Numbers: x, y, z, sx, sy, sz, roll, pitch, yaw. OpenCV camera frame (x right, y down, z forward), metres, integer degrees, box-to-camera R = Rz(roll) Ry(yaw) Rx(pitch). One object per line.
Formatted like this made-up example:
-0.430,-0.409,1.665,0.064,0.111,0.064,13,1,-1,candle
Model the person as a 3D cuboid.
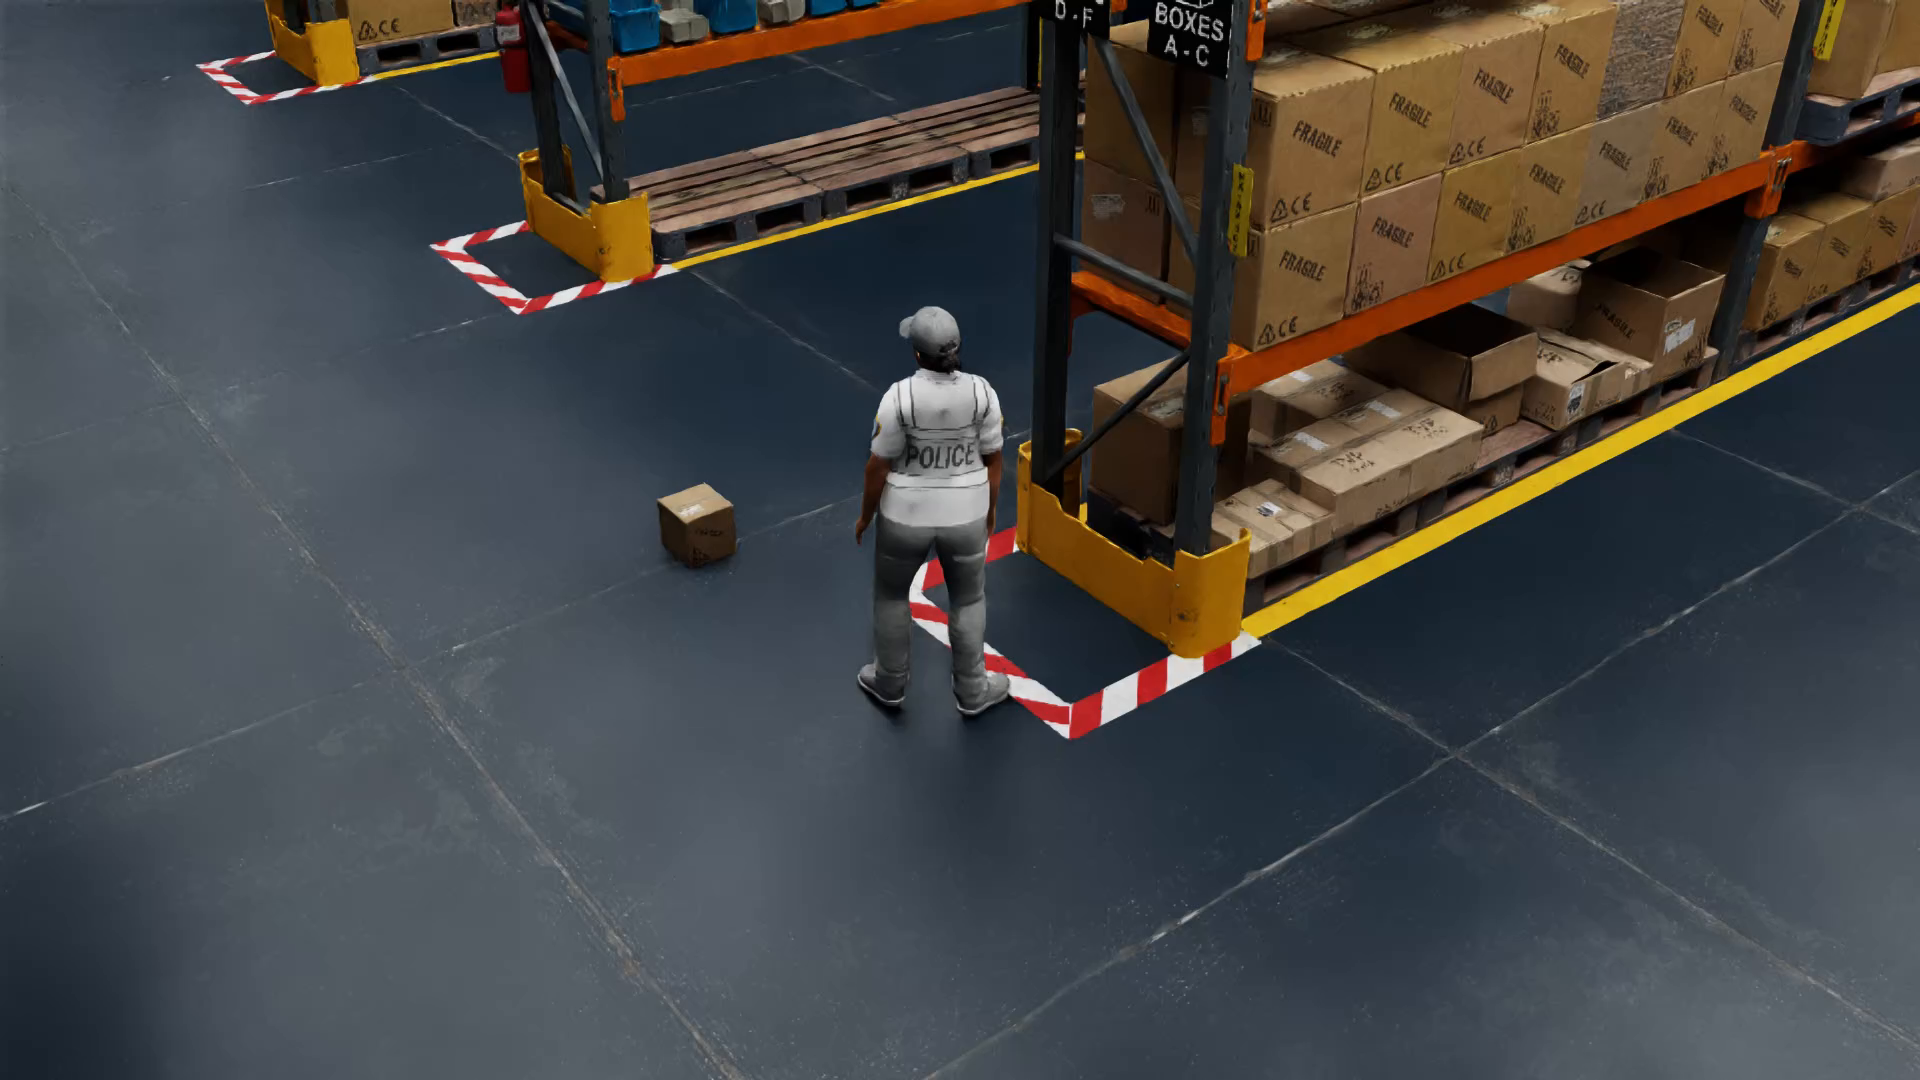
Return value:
-0.096,-0.090,6.239,0.608,1.671,0.393,-5,33,-7,person
